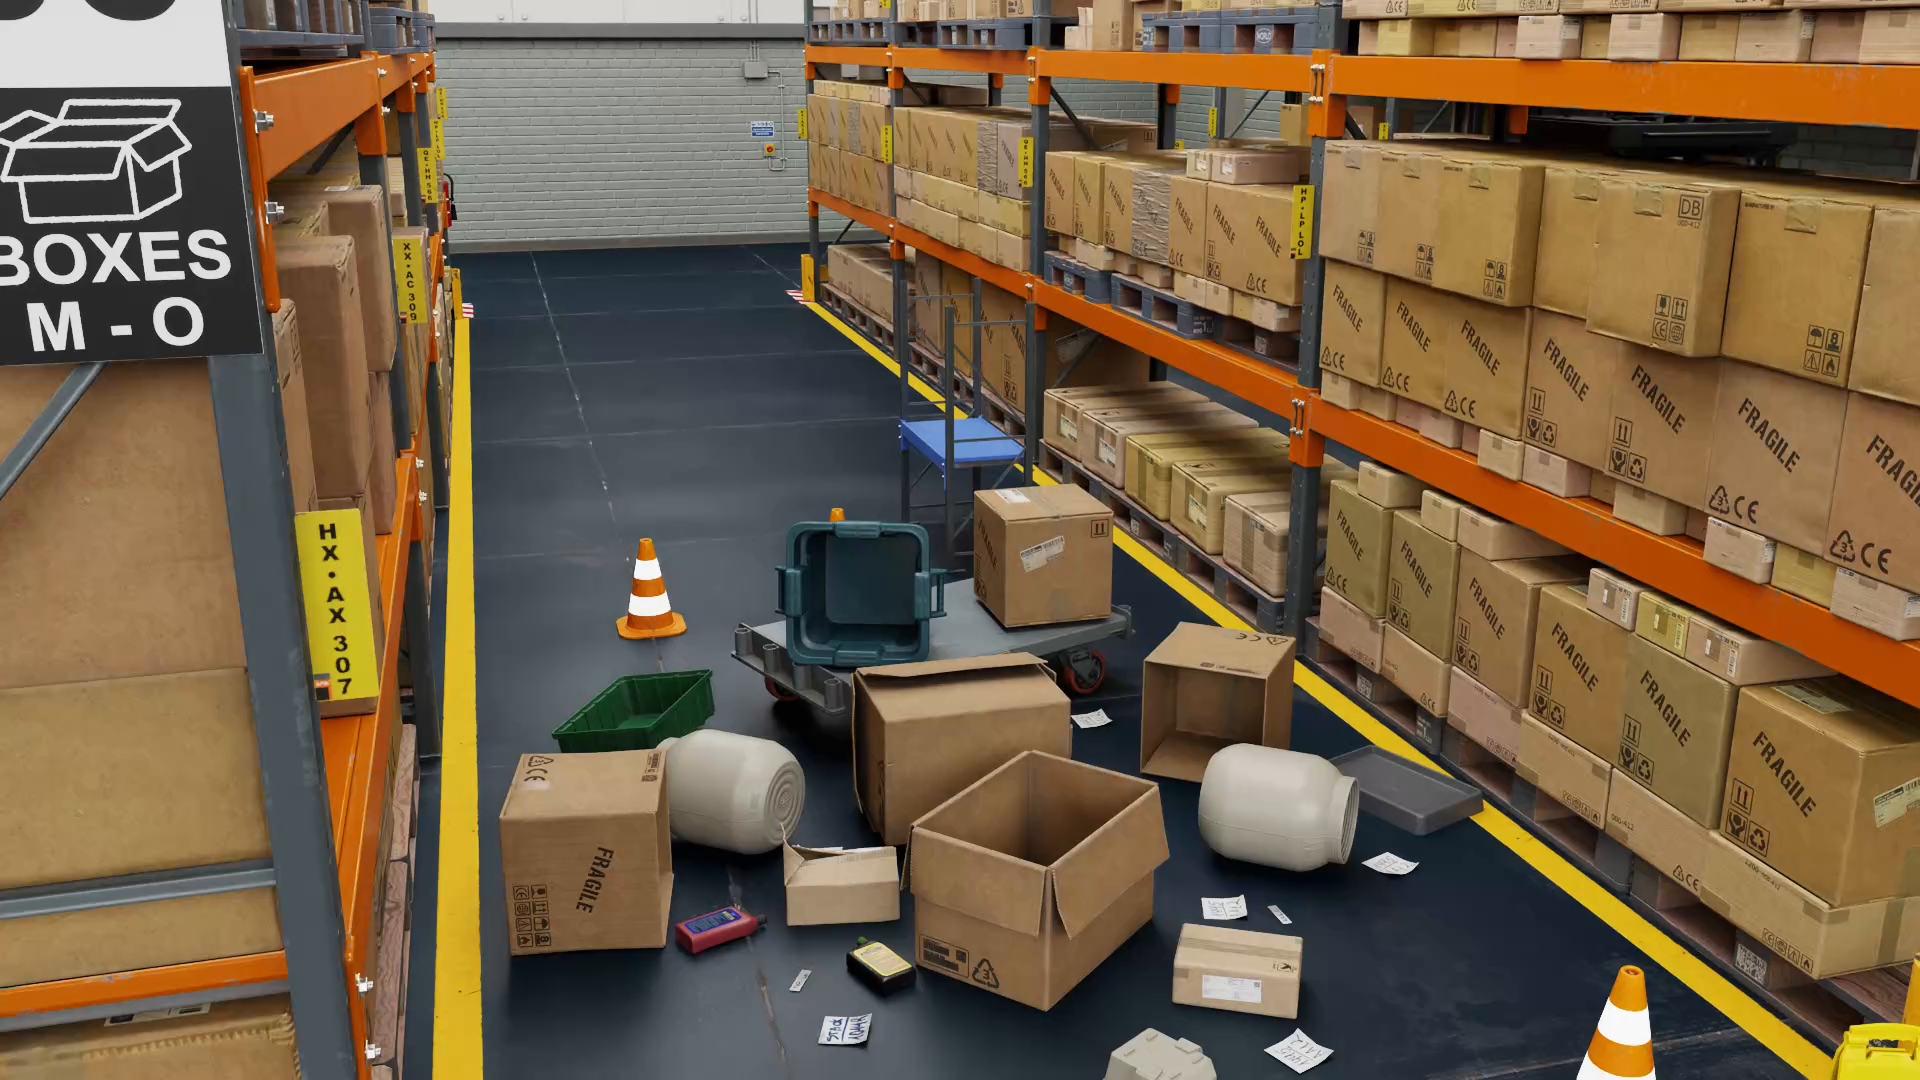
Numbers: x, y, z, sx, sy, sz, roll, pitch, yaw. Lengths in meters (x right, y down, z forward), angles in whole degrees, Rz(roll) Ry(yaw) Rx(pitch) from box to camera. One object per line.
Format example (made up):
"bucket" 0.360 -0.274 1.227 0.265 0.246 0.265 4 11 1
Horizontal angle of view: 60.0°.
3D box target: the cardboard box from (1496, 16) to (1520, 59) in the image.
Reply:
"cardboard box" 2.210 -1.849 6.116 0.380 0.149 0.250 -5 18 -17

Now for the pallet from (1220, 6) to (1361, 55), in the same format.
"pallet" 2.007 -2.448 7.999 1.213 0.211 1.003 -5 17 -15

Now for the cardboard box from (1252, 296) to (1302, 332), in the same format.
"cardboard box" 1.668 -1.123 8.184 0.380 0.149 0.250 -4 17 -14

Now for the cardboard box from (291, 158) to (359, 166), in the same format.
"cardboard box" -3.219 -1.588 8.113 0.700 0.500 0.500 -5 17 -16

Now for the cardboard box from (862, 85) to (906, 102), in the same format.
"cardboard box" -0.732 -4.319 16.076 0.380 0.149 0.250 -5 17 -16

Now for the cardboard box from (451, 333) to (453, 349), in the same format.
"cardboard box" -4.720 -1.751 14.793 0.380 0.149 0.250 -4 17 -14

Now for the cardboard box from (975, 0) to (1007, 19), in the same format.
"cardboard box" 0.520 -3.973 11.846 0.700 0.500 0.500 -6 18 -18

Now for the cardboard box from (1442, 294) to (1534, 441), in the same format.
"cardboard box" 2.213 -0.692 6.350 0.500 0.500 0.500 -5 17 -16

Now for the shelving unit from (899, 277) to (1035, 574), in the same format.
"shelving unit" 0.023 -0.695 9.658 0.538 1.500 1.048 -5 17 -15

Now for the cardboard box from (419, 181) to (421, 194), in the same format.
"cardboard box" -4.557 -2.844 13.397 0.380 0.149 0.250 -4 17 -14

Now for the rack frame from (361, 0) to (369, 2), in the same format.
"rack frame" -2.657 -3.376 5.548 1.000 3.000 0.127 -5 17 -15

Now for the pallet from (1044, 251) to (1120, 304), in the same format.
"pallet" 1.273 -1.748 10.890 1.213 0.211 1.003 -5 17 -15

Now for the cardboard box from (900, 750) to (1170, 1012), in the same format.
"cardboard box" 0.257 1.094 5.434 0.637 0.503 0.797 11 20 32

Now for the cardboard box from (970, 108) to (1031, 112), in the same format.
"cardboard box" 0.389 -3.415 14.196 0.500 0.500 0.500 -4 17 -14

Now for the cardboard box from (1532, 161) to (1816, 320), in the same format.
"cardboard box" 2.449 -1.031 5.742 0.700 0.500 0.500 -5 17 -16

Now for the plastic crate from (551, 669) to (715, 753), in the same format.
"plastic crate" -1.350 0.761 6.993 0.450 0.188 0.662 -6 15 16

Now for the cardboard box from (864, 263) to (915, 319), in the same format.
"cardboard box" -0.440 -2.539 16.913 0.875 0.438 0.875 -5 17 -17

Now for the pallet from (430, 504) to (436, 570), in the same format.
"pallet" -3.612 -0.050 9.750 1.003 0.211 1.213 -5 17 -15

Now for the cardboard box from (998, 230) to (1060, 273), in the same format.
"cardboard box" 0.586 -2.076 11.910 0.500 0.250 0.500 -5 18 -17

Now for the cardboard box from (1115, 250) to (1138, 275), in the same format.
"cardboard box" 1.159 -1.706 10.125 0.380 0.149 0.250 -4 17 -12

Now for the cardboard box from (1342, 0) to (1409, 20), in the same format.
"cardboard box" 1.932 -2.286 6.877 0.500 0.250 0.500 -5 17 -16

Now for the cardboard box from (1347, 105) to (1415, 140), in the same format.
"cardboard box" 4.494 -4.391 17.796 0.500 0.500 0.500 -5 17 -17

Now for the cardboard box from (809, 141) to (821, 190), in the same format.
"cardboard box" -1.368 -4.134 18.326 0.500 0.500 0.500 -5 17 -16

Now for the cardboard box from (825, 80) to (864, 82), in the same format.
"cardboard box" -1.252 -4.892 17.984 0.380 0.149 0.250 -4 17 -14

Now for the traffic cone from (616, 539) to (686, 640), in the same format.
"traffic cone" -1.574 0.222 8.409 0.336 0.463 0.334 -5 17 -15

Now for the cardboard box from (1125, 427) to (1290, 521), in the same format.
"cardboard box" 1.534 -0.400 9.908 0.950 0.372 0.625 -4 17 -13

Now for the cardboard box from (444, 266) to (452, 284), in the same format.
"cardboard box" -5.359 -2.681 16.854 0.380 0.149 0.250 -5 17 -16

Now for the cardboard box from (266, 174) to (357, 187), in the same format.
"cardboard box" -2.589 -0.987 5.886 0.875 0.550 0.550 -5 17 -15

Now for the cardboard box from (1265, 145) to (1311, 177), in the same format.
"cardboard box" 1.888 -2.075 9.096 0.380 0.149 0.250 -4 17 -12

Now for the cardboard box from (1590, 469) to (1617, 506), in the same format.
"cardboard box" 2.464 -0.206 5.861 0.380 0.149 0.250 -5 17 -15

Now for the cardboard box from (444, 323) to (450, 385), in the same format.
"cardboard box" -4.410 -1.535 13.462 0.500 0.500 0.500 -5 17 -16

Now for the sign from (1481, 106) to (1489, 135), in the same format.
"sign" 5.180 -4.128 16.467 0.100 0.325 0.005 -5 17 -15

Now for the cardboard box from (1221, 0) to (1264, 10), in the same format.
"cardboard box" 1.640 -2.778 8.304 0.500 0.250 0.500 -4 17 -15

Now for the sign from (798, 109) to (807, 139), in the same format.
"sign" -1.759 -4.652 18.581 0.100 0.325 0.005 -5 17 -15

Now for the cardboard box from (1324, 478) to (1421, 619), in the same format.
"cardboard box" 1.977 0.019 7.420 0.500 0.500 0.500 -4 17 -13

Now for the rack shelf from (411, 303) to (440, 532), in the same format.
"rack shelf" -3.207 -0.711 8.357 1.077 0.370 4.000 -5 17 -15

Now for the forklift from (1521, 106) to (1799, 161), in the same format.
"forklift" 3.416 -1.117 8.577 1.130 2.935 3.031 -4 17 -14

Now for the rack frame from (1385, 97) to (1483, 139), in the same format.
"rack frame" 4.647 -3.528 16.484 1.000 3.000 0.127 -5 17 -15

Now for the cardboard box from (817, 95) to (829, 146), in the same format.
"cardboard box" -1.217 -4.470 17.708 0.500 0.500 0.500 -5 17 -17

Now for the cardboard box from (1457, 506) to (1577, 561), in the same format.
"cardboard box" 2.173 -0.036 6.476 0.380 0.149 0.250 -4 17 -12

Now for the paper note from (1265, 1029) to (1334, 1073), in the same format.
"paper note" 1.000 1.502 4.898 0.148 0.019 0.142 -12 20 -34

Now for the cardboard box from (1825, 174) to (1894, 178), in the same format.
"cardboard box" 6.357 -2.504 11.773 0.380 0.149 0.250 -5 17 -16

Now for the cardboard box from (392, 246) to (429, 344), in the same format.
"cardboard box" -3.102 -1.277 8.816 0.500 0.500 0.500 -5 17 -16

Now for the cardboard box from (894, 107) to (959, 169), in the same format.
"cardboard box" -0.280 -3.517 14.535 0.500 0.500 0.500 -4 17 -15

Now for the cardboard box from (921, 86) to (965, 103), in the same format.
"cardboard box" -0.158 -4.217 15.738 0.380 0.149 0.250 -5 17 -16

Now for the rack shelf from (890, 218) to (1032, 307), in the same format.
"rack shelf" 0.425 -2.237 13.436 1.077 0.370 4.000 -5 17 -15

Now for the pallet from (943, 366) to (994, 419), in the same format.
"pallet" 0.499 -1.254 13.759 1.003 0.211 1.213 -5 17 -15

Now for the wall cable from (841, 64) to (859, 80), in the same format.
"wall cable" -1.435 -6.401 24.282 0.588 1.984 0.122 -5 17 -15

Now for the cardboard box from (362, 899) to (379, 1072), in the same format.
"cardboard box" -2.052 0.995 4.390 0.875 0.875 0.875 -5 17 -16

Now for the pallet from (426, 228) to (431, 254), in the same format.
"pallet" -4.340 -2.062 11.935 1.003 0.211 1.213 -5 17 -15

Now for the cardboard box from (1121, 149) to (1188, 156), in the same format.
"cardboard box" 1.367 -2.316 11.028 0.500 0.500 0.500 -5 17 -17

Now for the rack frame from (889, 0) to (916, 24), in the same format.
"rack frame" -0.124 -6.008 14.311 1.000 3.000 0.127 -5 17 -15

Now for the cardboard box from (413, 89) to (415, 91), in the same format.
"cardboard box" -4.903 -3.671 14.530 0.500 0.500 0.500 -5 18 -17

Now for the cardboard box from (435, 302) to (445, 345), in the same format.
"cardboard box" -4.121 -1.604 12.390 0.500 0.250 0.500 -6 18 -18

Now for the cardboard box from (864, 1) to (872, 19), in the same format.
"cardboard box" -0.680 -4.925 15.451 0.380 0.149 0.250 -4 17 -14

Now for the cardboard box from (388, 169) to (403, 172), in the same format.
"cardboard box" -4.200 -2.625 12.150 0.380 0.149 0.250 -6 18 -18
